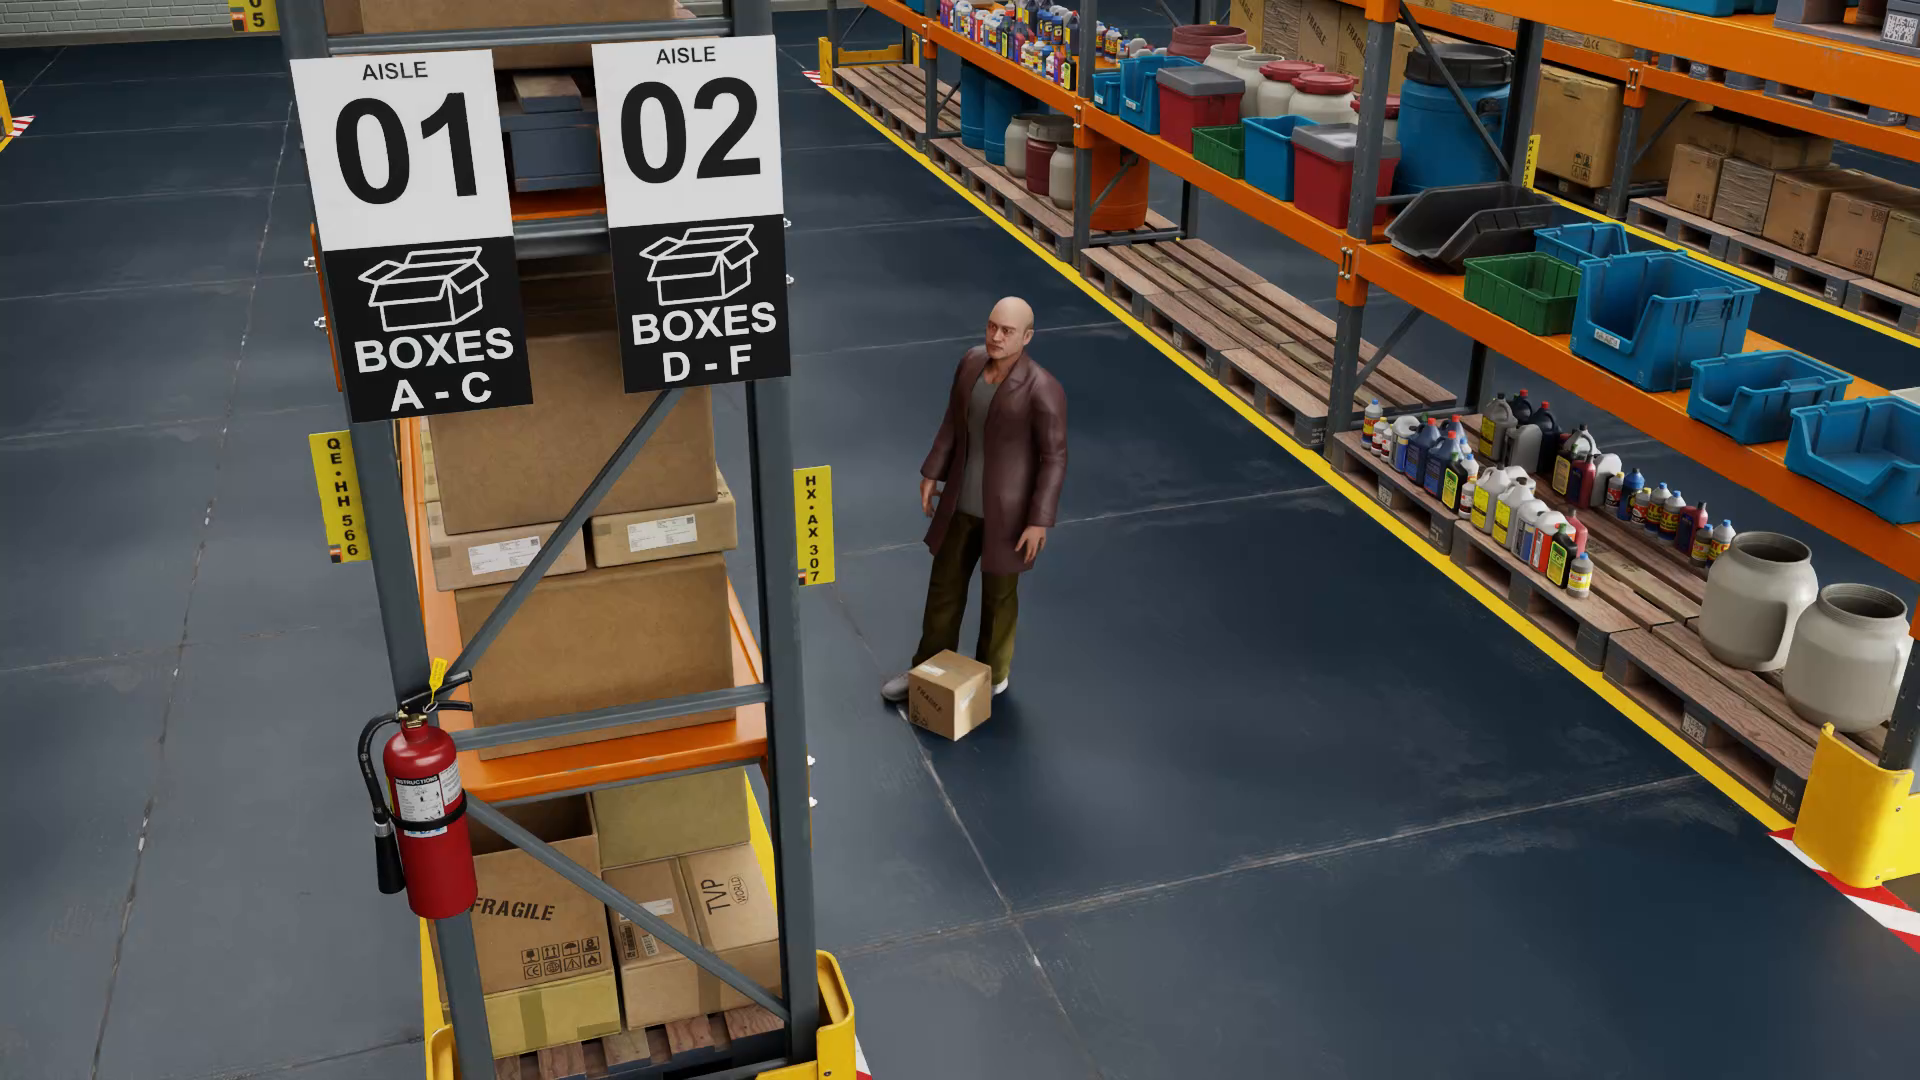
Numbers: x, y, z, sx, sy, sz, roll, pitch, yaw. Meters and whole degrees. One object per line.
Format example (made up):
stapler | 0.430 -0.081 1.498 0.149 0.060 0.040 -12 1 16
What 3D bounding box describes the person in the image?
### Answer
person | 0.065 -0.112 6.840 0.693 1.776 0.582 20 33 35
